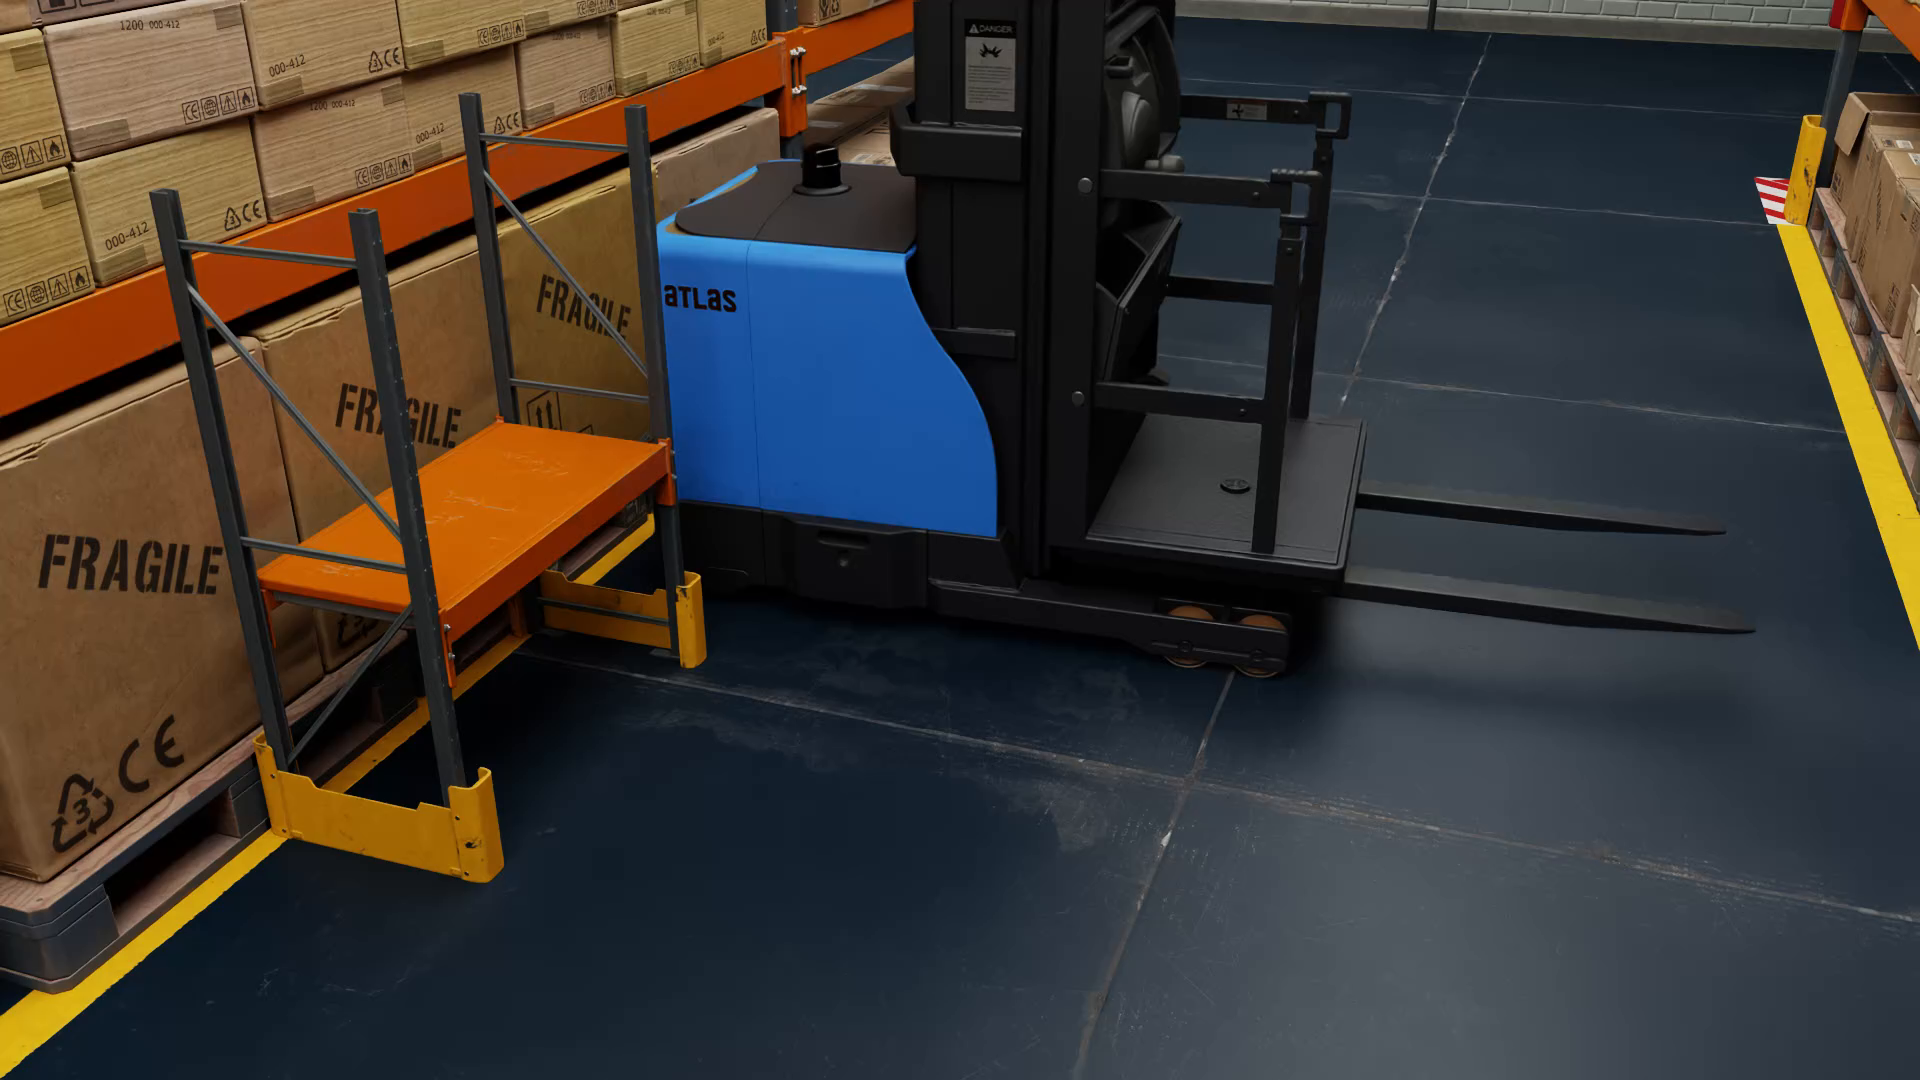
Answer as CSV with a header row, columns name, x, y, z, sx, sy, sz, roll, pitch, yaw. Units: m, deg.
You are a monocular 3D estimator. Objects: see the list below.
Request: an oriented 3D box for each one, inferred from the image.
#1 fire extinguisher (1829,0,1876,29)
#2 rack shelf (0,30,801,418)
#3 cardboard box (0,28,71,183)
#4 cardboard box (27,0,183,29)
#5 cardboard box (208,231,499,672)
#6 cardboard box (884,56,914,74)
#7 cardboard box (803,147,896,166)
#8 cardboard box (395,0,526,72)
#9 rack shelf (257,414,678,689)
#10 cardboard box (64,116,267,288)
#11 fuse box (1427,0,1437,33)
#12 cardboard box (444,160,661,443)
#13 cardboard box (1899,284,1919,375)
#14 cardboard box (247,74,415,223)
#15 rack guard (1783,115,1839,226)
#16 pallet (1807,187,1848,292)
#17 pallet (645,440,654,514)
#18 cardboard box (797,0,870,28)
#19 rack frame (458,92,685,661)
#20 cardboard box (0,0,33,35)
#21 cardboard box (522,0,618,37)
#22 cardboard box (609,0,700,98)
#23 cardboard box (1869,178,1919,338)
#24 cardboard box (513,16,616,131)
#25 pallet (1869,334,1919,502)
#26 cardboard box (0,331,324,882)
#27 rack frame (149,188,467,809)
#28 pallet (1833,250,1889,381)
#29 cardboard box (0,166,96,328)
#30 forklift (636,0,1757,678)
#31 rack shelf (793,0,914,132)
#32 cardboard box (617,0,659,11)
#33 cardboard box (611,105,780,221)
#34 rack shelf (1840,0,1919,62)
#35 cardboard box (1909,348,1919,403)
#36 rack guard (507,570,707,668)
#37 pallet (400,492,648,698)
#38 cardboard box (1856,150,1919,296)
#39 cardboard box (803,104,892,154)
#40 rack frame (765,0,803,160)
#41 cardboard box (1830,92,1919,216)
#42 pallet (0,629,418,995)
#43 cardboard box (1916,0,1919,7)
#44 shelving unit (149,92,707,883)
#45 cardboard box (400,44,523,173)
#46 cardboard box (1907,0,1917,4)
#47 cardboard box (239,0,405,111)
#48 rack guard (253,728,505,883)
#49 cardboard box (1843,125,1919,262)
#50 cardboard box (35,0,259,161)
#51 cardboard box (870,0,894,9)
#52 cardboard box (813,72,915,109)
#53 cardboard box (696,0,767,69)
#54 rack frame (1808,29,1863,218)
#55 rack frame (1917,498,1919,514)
name,x,y,z,sx,sy,sz,roll,pitch,yaw
fire extinguisher,4.545,-2.930,8.375,0.296,0.674,0.183,9,27,17
rack shelf,-1.747,-0.934,4.562,1.077,0.370,4.000,9,27,17
cardboard box,-2.011,-0.765,2.987,0.500,0.250,0.500,9,27,17
cardboard box,-1.862,-1.303,3.237,0.500,0.500,0.500,9,27,18
cardboard box,-1.804,-0.306,4.396,0.875,0.875,0.875,9,27,18
cardboard box,0.124,-2.473,9.374,0.875,0.438,0.875,8,27,16
cardboard box,-0.771,-1.358,7.070,0.875,0.438,0.875,8,27,17
cardboard box,-1.479,-1.387,4.271,0.500,0.250,0.500,9,27,18
rack shelf,-1.149,-0.011,3.964,0.538,0.185,1.000,9,27,17
cardboard box,-1.858,-0.746,3.521,0.500,0.250,0.500,8,27,16
fuse box,4.036,-5.099,13.818,0.539,1.711,0.414,9,27,17
cardboard box,-1.506,-0.673,5.155,0.875,0.875,0.875,10,27,19
cardboard box,3.628,-0.738,5.987,0.396,0.266,0.258,10,27,19
cardboard box,-1.678,-0.961,3.965,0.500,0.250,0.500,10,27,19
rack guard,4.906,-1.849,8.494,1.175,0.500,0.348,9,27,17
pallet,4.642,-1.391,7.880,1.003,0.211,1.213,9,27,17
pallet,-1.267,-0.496,6.033,1.003,0.211,1.213,9,27,17
cardboard box,-0.678,-2.279,6.401,0.500,0.500,0.500,10,27,19
rack frame,-0.982,-0.382,4.318,0.500,1.500,0.032,9,27,17
cardboard box,-2.018,-1.098,2.813,0.500,0.500,0.500,8,27,16
cardboard box,-1.325,-1.600,4.711,0.500,0.250,0.500,9,27,19
cardboard box,-1.164,-1.582,5.247,0.500,0.250,0.500,8,27,17
cardboard box,3.972,-1.059,6.381,0.700,0.500,0.500,8,27,15
cardboard box,-1.350,-1.377,4.824,0.500,0.250,0.500,8,27,16
pallet,3.830,-0.388,5.809,1.003,0.211,1.213,9,27,17
cardboard box,-2.104,0.060,3.640,0.875,0.875,0.875,8,27,17
rack frame,-1.315,0.037,3.453,0.500,1.500,0.032,9,27,17
pallet,4.234,-0.891,6.848,1.003,0.211,1.213,9,27,17
cardboard box,-2.013,-0.533,3.080,0.500,0.250,0.500,8,27,17
forklift,0.675,-1.205,4.376,3.031,2.935,1.130,7,27,14
rack shelf,-0.416,-2.577,7.957,1.077,0.370,4.000,9,27,17
cardboard box,-1.158,-1.814,5.153,0.500,0.250,0.500,9,27,19
cardboard box,-1.212,-1.046,5.924,0.875,0.875,0.875,10,27,19
rack shelf,4.266,-1.859,6.473,1.077,0.370,4.000,9,27,17
cardboard box,3.509,-0.538,5.709,0.380,0.149,0.250,8,27,16
rack guard,-0.983,0.181,4.589,0.587,0.250,0.087,9,27,17
pallet,-1.672,0.007,4.994,1.003,0.211,1.213,9,27,17
cardboard box,4.047,-1.283,6.844,0.500,0.500,0.500,9,27,18
cardboard box,-0.474,-1.726,7.830,0.875,0.438,0.875,8,27,16
rack frame,-1.082,-2.079,6.102,1.000,3.000,0.127,9,27,17
cardboard box,4.639,-1.833,7.976,0.797,0.503,0.637,8,27,15
pallet,-2.079,0.507,3.962,1.003,0.211,1.213,9,27,17
cardboard box,4.019,-2.163,6.564,0.380,0.149,0.250,9,27,19
shelving unit,-1.146,-0.176,3.893,0.587,1.500,1.083,9,27,17
cardboard box,-1.517,-1.164,4.385,0.500,0.250,0.500,9,27,17
cardboard box,4.088,-2.274,6.793,0.380,0.149,0.250,8,27,16
cardboard box,-1.661,-1.181,3.845,0.500,0.250,0.500,9,27,17
rack guard,-1.309,0.591,3.742,0.587,0.250,0.087,9,27,17
cardboard box,4.317,-1.485,7.263,0.700,0.500,0.500,10,28,20
cardboard box,-1.838,-0.978,3.426,0.500,0.250,0.500,9,27,19
cardboard box,-0.507,-2.485,6.826,0.500,0.500,0.500,9,27,18
cardboard box,-0.172,-2.096,8.595,0.875,0.438,0.875,9,27,19
cardboard box,-0.993,-1.791,5.679,0.500,0.250,0.500,8,27,16
rack frame,4.932,-3.005,8.014,1.000,3.000,0.127,9,27,17
rack frame,3.600,-1.361,4.619,1.000,3.000,0.127,9,27,17
